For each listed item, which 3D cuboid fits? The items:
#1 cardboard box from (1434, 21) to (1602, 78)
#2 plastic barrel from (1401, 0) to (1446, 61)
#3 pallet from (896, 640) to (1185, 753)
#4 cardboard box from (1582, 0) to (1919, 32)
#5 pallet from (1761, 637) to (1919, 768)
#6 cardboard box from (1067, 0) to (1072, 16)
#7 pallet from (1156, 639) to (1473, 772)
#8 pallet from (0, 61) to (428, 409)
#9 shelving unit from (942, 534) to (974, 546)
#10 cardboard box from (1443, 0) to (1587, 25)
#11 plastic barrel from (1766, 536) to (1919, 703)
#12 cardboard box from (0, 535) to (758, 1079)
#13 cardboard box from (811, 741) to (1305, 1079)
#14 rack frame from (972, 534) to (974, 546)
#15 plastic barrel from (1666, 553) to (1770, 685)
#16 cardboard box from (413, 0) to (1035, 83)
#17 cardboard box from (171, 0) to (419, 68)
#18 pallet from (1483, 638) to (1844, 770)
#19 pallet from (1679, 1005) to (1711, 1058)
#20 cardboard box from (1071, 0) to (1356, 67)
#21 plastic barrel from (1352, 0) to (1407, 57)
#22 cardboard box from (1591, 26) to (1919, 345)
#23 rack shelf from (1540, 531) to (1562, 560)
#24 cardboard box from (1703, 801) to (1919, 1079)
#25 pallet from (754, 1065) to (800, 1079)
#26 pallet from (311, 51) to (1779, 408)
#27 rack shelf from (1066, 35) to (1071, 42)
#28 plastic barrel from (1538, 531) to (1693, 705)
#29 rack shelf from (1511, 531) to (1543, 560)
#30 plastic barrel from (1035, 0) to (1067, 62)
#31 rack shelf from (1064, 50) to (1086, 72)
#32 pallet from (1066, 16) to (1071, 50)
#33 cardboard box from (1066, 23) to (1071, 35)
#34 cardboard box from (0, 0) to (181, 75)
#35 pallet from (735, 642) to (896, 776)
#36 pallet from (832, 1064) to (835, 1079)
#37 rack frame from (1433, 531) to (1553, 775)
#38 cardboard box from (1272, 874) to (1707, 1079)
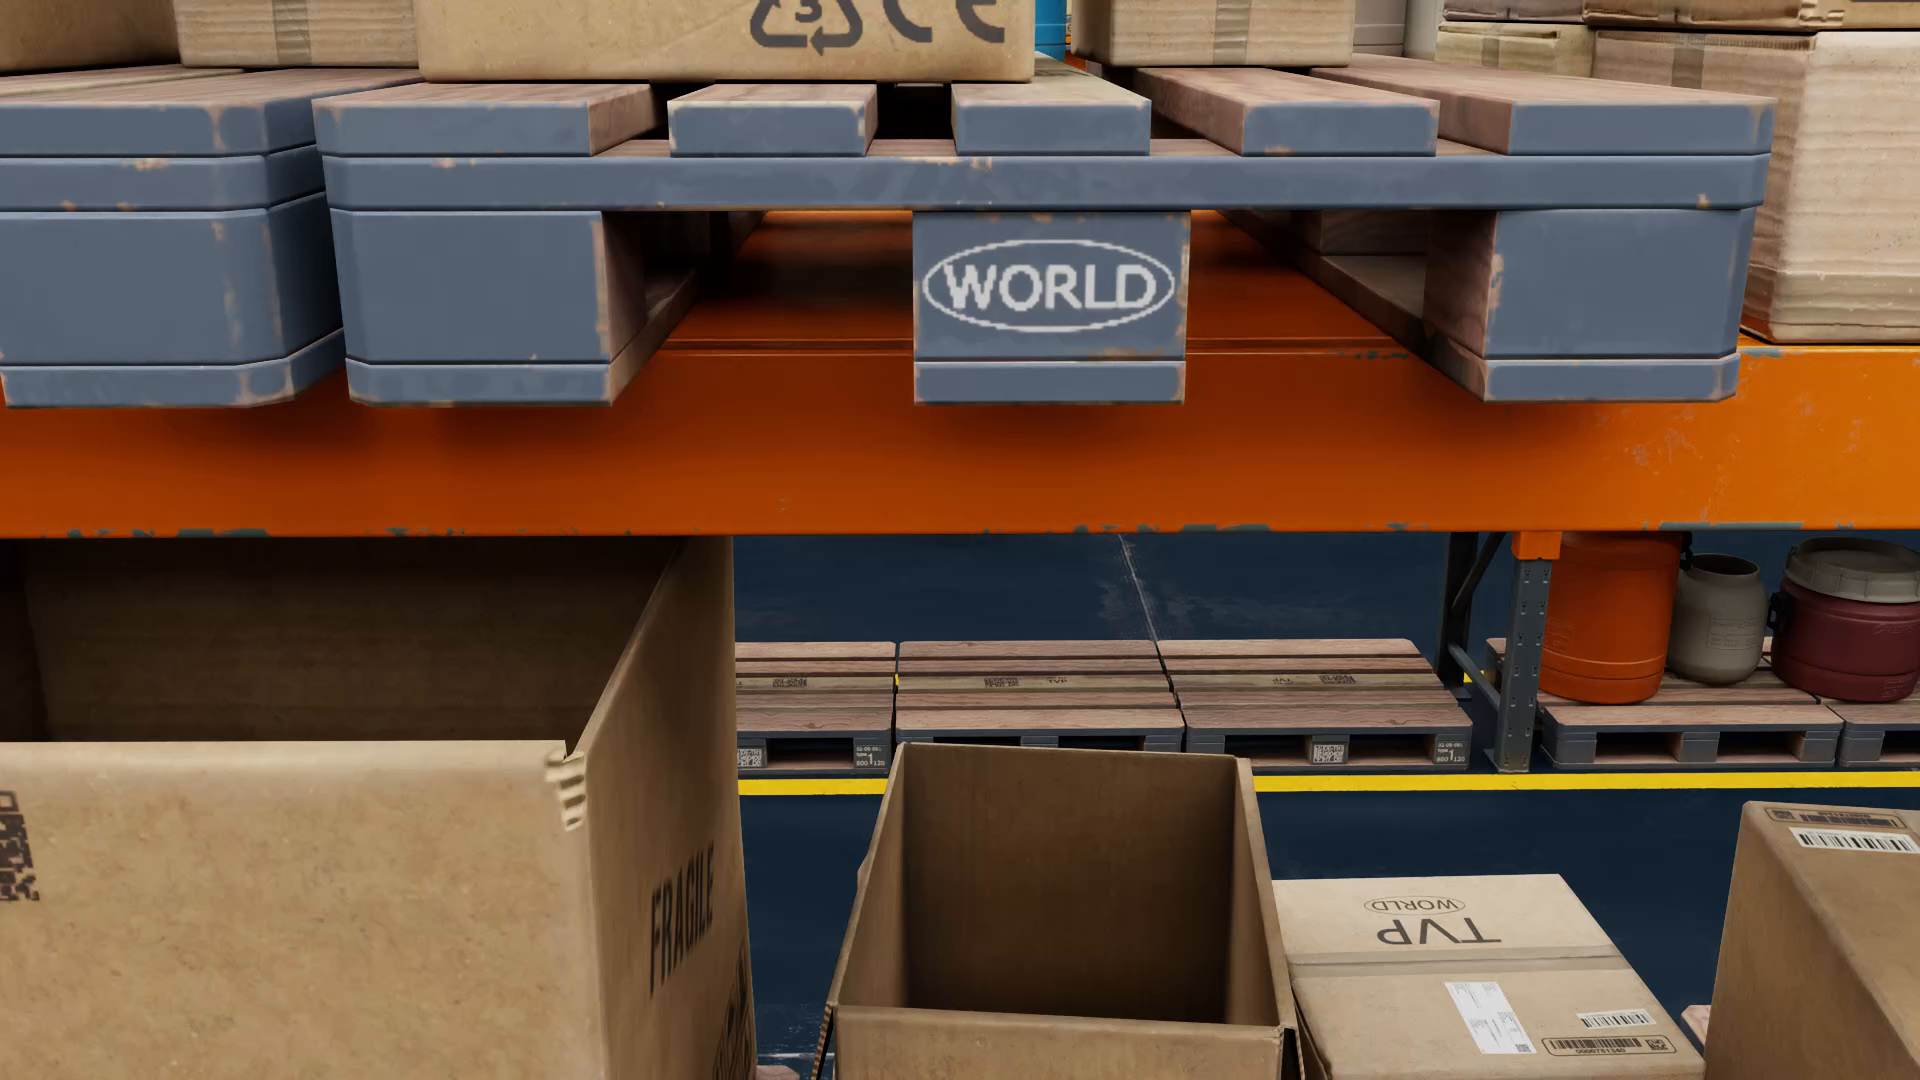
[{"bbox_3d":[0.895,-0.508,2.055,0.500,0.250,0.500,0,18,0],"label":"cardboard box"},{"bbox_3d":[2.002,-2.170,6.807,0.421,0.512,0.421,0,18,0],"label":"plastic barrel"},{"bbox_3d":[0.326,0.729,7.431,1.213,0.211,1.003,0,18,-1],"label":"pallet"},{"bbox_3d":[0.915,-0.715,1.474,0.500,0.500,0.500,0,18,0],"label":"cardboard box"},{"bbox_3d":[4.322,0.710,7.488,1.213,0.211,1.003,0,18,-1],"label":"pallet"},{"bbox_3d":[0.694,-3.639,11.129,0.500,0.250,0.500,-1,18,-2],"label":"cardboard box"},{"bbox_3d":[1.542,0.724,7.447,1.213,0.211,1.003,0,18,-1],"label":"pallet"},{"bbox_3d":[-0.985,-0.373,1.698,1.003,0.211,1.213,0,18,-1],"label":"pallet"},{"bbox_3d":[-0.014,-0.571,9.864,0.189,1.200,0.258,0,18,-1],"label":"shelving unit"},{"bbox_3d":[0.912,-0.868,1.949,0.500,0.500,0.500,-1,18,-2],"label":"cardboard box"},{"bbox_3d":[3.936,0.339,7.340,0.708,0.588,0.600,0,18,-1],"label":"plastic barrel"},{"bbox_3d":[-0.807,0.489,1.942,1.000,1.000,1.000,0,18,0],"label":"cardboard box"},{"bbox_3d":[0.128,0.650,2.254,0.637,0.503,0.797,2,18,5],"label":"cardboard box"},{"bbox_3d":[0.077,-0.572,9.865,0.006,1.200,0.240,0,18,-1],"label":"rack frame"},{"bbox_3d":[3.370,0.351,7.428,0.421,0.512,0.421,0,18,0],"label":"plastic barrel"},{"bbox_3d":[-0.190,-0.718,1.609,0.637,0.503,0.797,0,18,1],"label":"cardboard box"},{"bbox_3d":[-0.665,-0.664,1.827,0.258,0.266,0.396,0,18,1],"label":"cardboard box"},{"bbox_3d":[3.105,0.715,7.473,1.213,0.211,1.003,0,18,-1],"label":"pallet"},{"bbox_3d":[1.685,1.044,2.197,1.003,0.211,1.213,0,18,-1],"label":"pallet"},{"bbox_3d":[0.270,-0.621,1.856,0.250,0.166,0.380,-1,18,-2],"label":"cardboard box"},{"bbox_3d":[1.493,-2.325,6.655,0.600,0.901,0.600,0,18,0],"label":"plastic barrel"},{"bbox_3d":[0.926,-0.355,1.578,0.500,0.250,0.500,0,18,1],"label":"cardboard box"},{"bbox_3d":[4.317,-0.263,7.135,4.000,0.370,1.077,0,18,-1],"label":"rack shelf"},{"bbox_3d":[1.300,0.717,2.050,0.500,0.500,0.700,2,18,7],"label":"cardboard box"},{"bbox_3d":[-0.837,1.068,2.122,1.213,0.211,1.003,0,18,-1],"label":"pallet"},{"bbox_3d":[0.052,-0.379,1.716,1.003,0.211,1.213,0,18,-1],"label":"pallet"},{"bbox_3d":[0.162,-4.698,16.049,4.000,0.370,1.077,0,18,-1],"label":"rack shelf"},{"bbox_3d":[2.807,0.230,7.286,0.708,0.830,0.600,0,18,-1],"label":"plastic barrel"},{"bbox_3d":[0.318,-0.244,7.075,4.000,0.370,1.077,0,18,-1],"label":"rack shelf"},{"bbox_3d":[0.131,-2.319,6.634,0.708,0.901,0.600,0,18,-1],"label":"plastic barrel"},{"bbox_3d":[0.243,-3.185,11.333,4.000,0.370,1.077,0,18,-1],"label":"rack shelf"},{"bbox_3d":[0.448,-3.411,11.167,1.213,0.211,1.003,1,18,2],"label":"pallet"},{"bbox_3d":[0.864,-5.131,16.019,0.637,0.503,0.797,2,18,7],"label":"cardboard box"},{"bbox_3d":[-1.132,-0.714,1.594,0.637,0.503,0.797,-1,18,-4],"label":"cardboard box"},{"bbox_3d":[-0.897,0.735,7.410,1.213,0.211,1.003,0,18,-1],"label":"pallet"},{"bbox_3d":[0.417,1.030,2.240,1.213,0.211,1.003,0,18,-1],"label":"pallet"},{"bbox_3d":[2.318,-0.596,6.995,0.127,3.000,1.000,0,18,-1],"label":"rack frame"},{"bbox_3d":[0.716,0.726,2.432,0.500,0.250,0.500,-1,18,-2],"label":"cardboard box"}]
